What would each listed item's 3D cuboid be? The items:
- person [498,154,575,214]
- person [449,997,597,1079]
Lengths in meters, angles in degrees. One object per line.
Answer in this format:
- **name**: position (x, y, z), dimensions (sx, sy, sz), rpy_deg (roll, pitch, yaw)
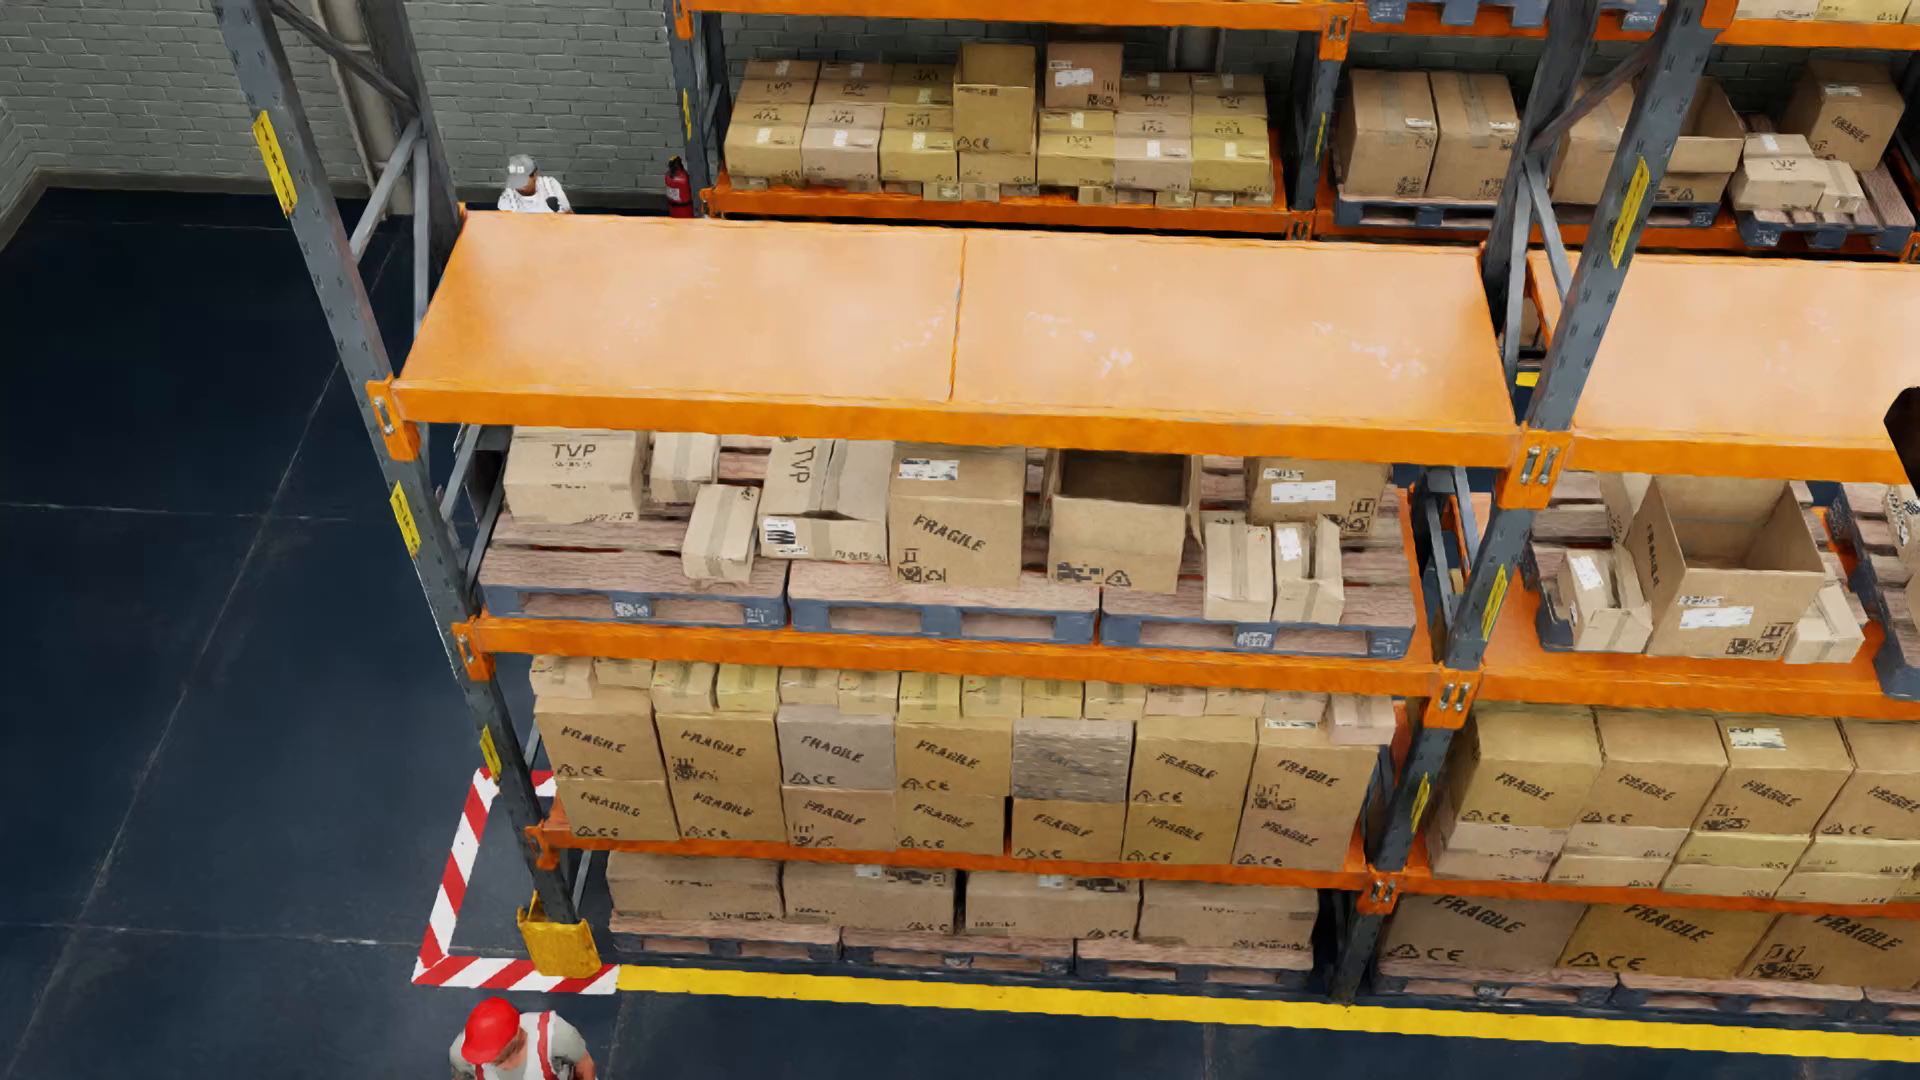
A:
- **person**: position (-2.788, -1.966, 11.396), dimensions (0.608, 1.658, 0.416), rpy_deg (-21, 51, -18)
- **person**: position (-1.896, 2.494, 7.286), dimensions (0.677, 1.789, 0.628), rpy_deg (-10, 49, -9)
